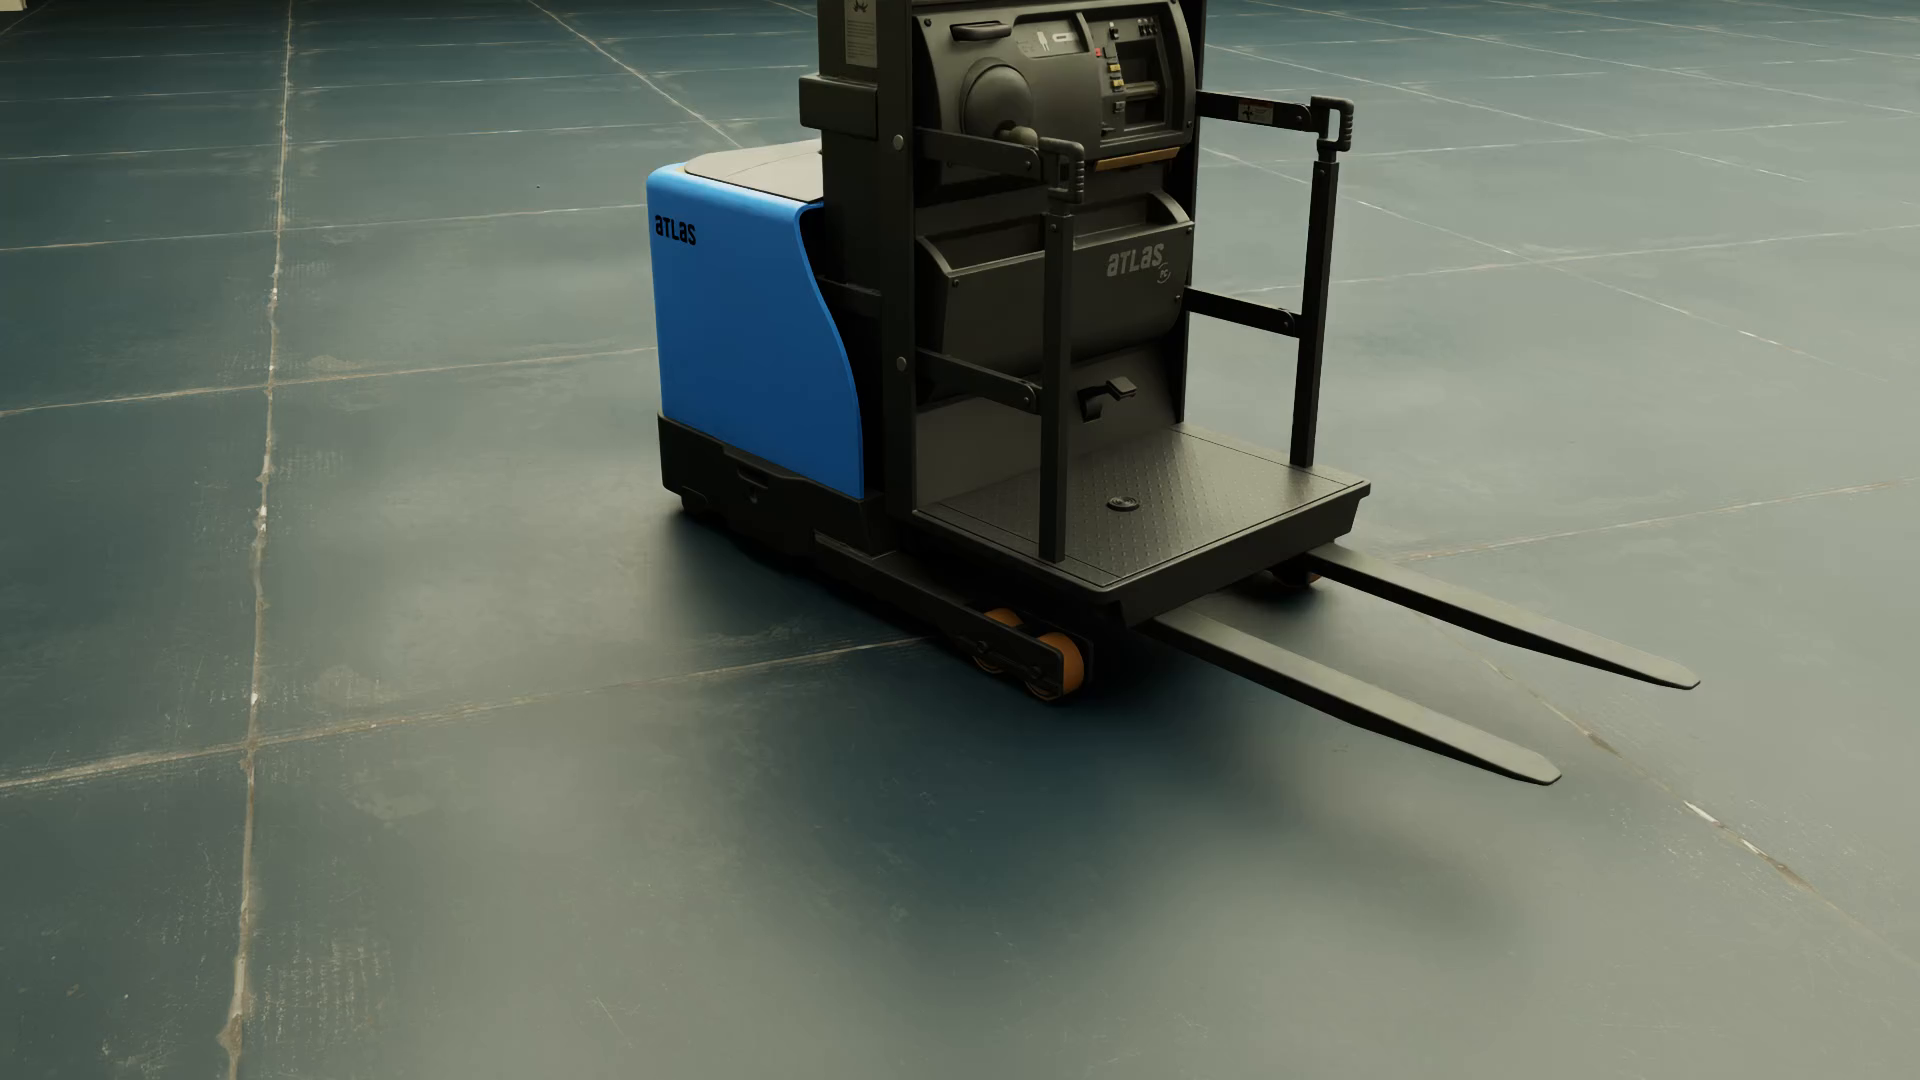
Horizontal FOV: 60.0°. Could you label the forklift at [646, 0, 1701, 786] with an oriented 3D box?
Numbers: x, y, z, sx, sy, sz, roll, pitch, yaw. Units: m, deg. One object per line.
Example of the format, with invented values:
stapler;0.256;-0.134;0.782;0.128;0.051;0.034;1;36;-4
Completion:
forklift;0.409;-1.176;4.096;1.130;2.935;3.031;-19;30;-38
